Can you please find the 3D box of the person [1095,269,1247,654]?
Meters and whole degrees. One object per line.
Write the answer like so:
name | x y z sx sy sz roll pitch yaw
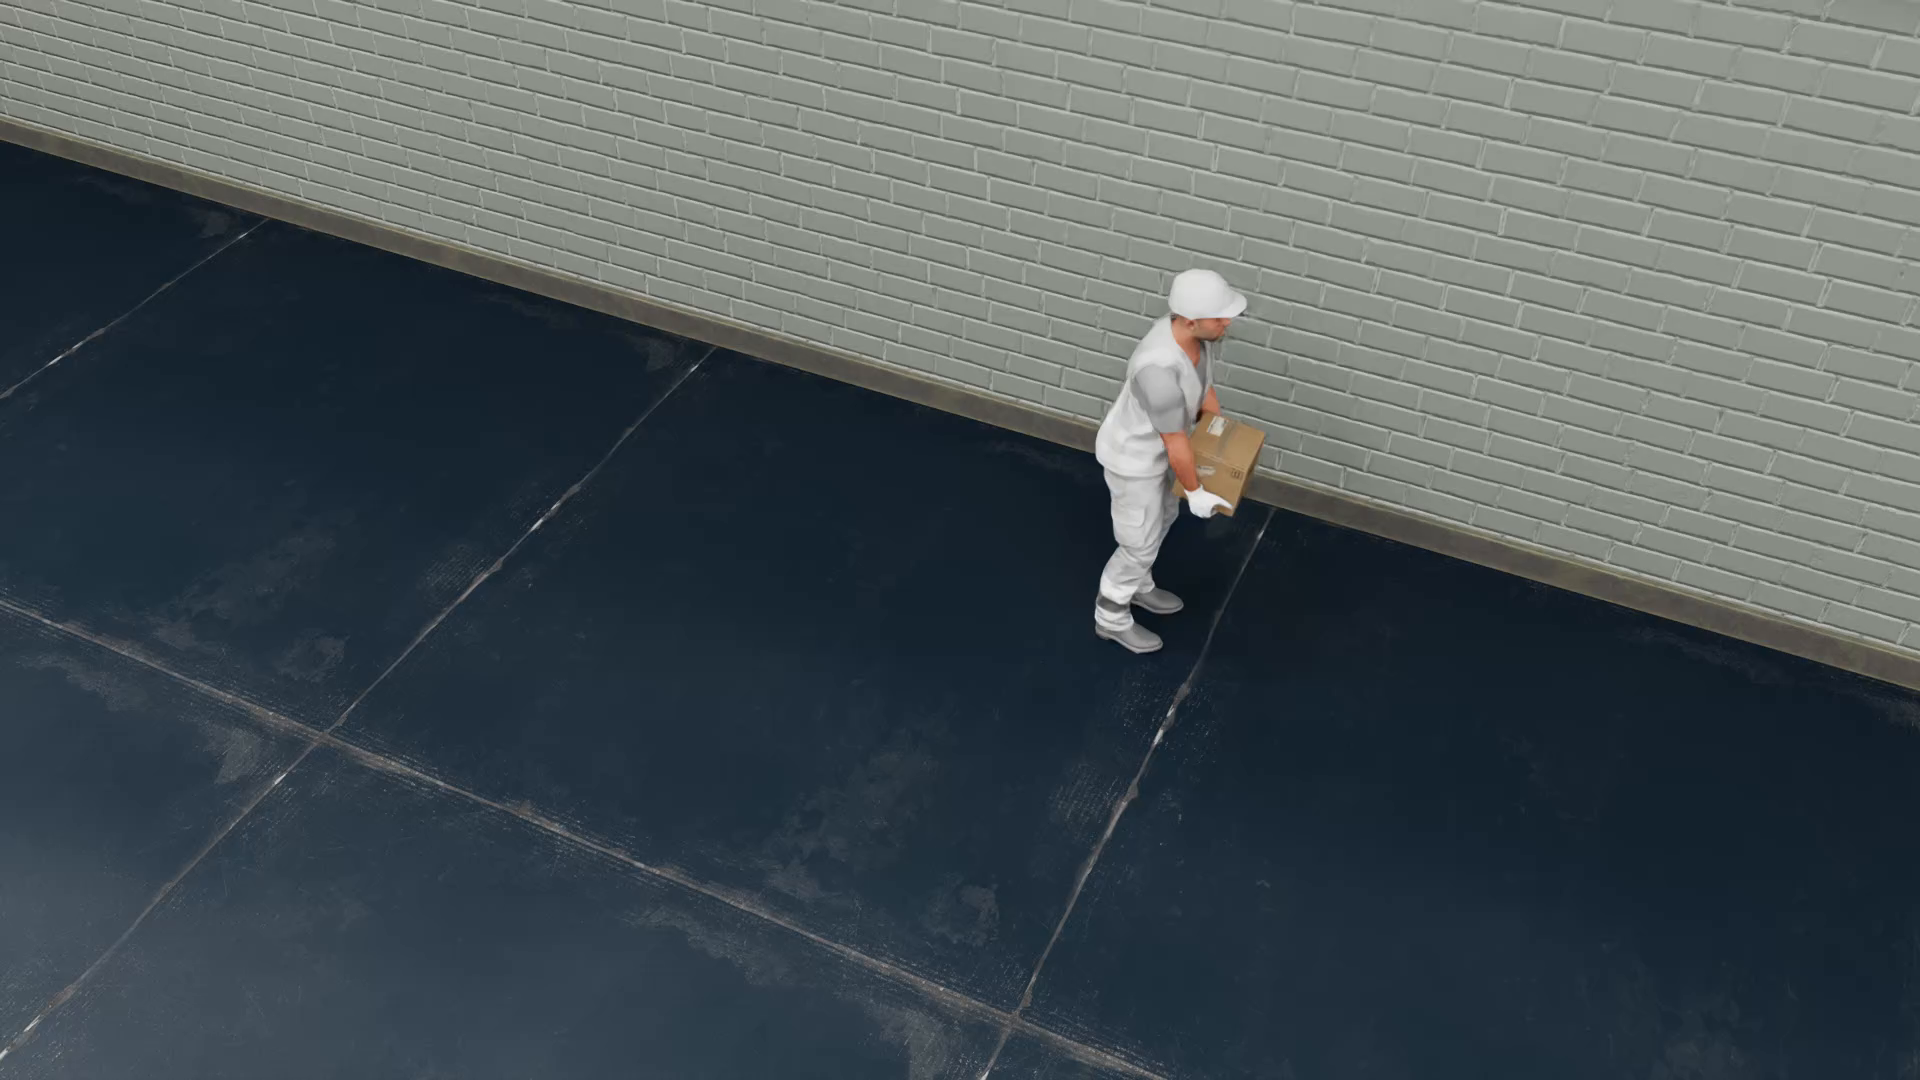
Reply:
person | 0.833 -0.303 6.501 0.587 1.762 0.489 16 44 18
